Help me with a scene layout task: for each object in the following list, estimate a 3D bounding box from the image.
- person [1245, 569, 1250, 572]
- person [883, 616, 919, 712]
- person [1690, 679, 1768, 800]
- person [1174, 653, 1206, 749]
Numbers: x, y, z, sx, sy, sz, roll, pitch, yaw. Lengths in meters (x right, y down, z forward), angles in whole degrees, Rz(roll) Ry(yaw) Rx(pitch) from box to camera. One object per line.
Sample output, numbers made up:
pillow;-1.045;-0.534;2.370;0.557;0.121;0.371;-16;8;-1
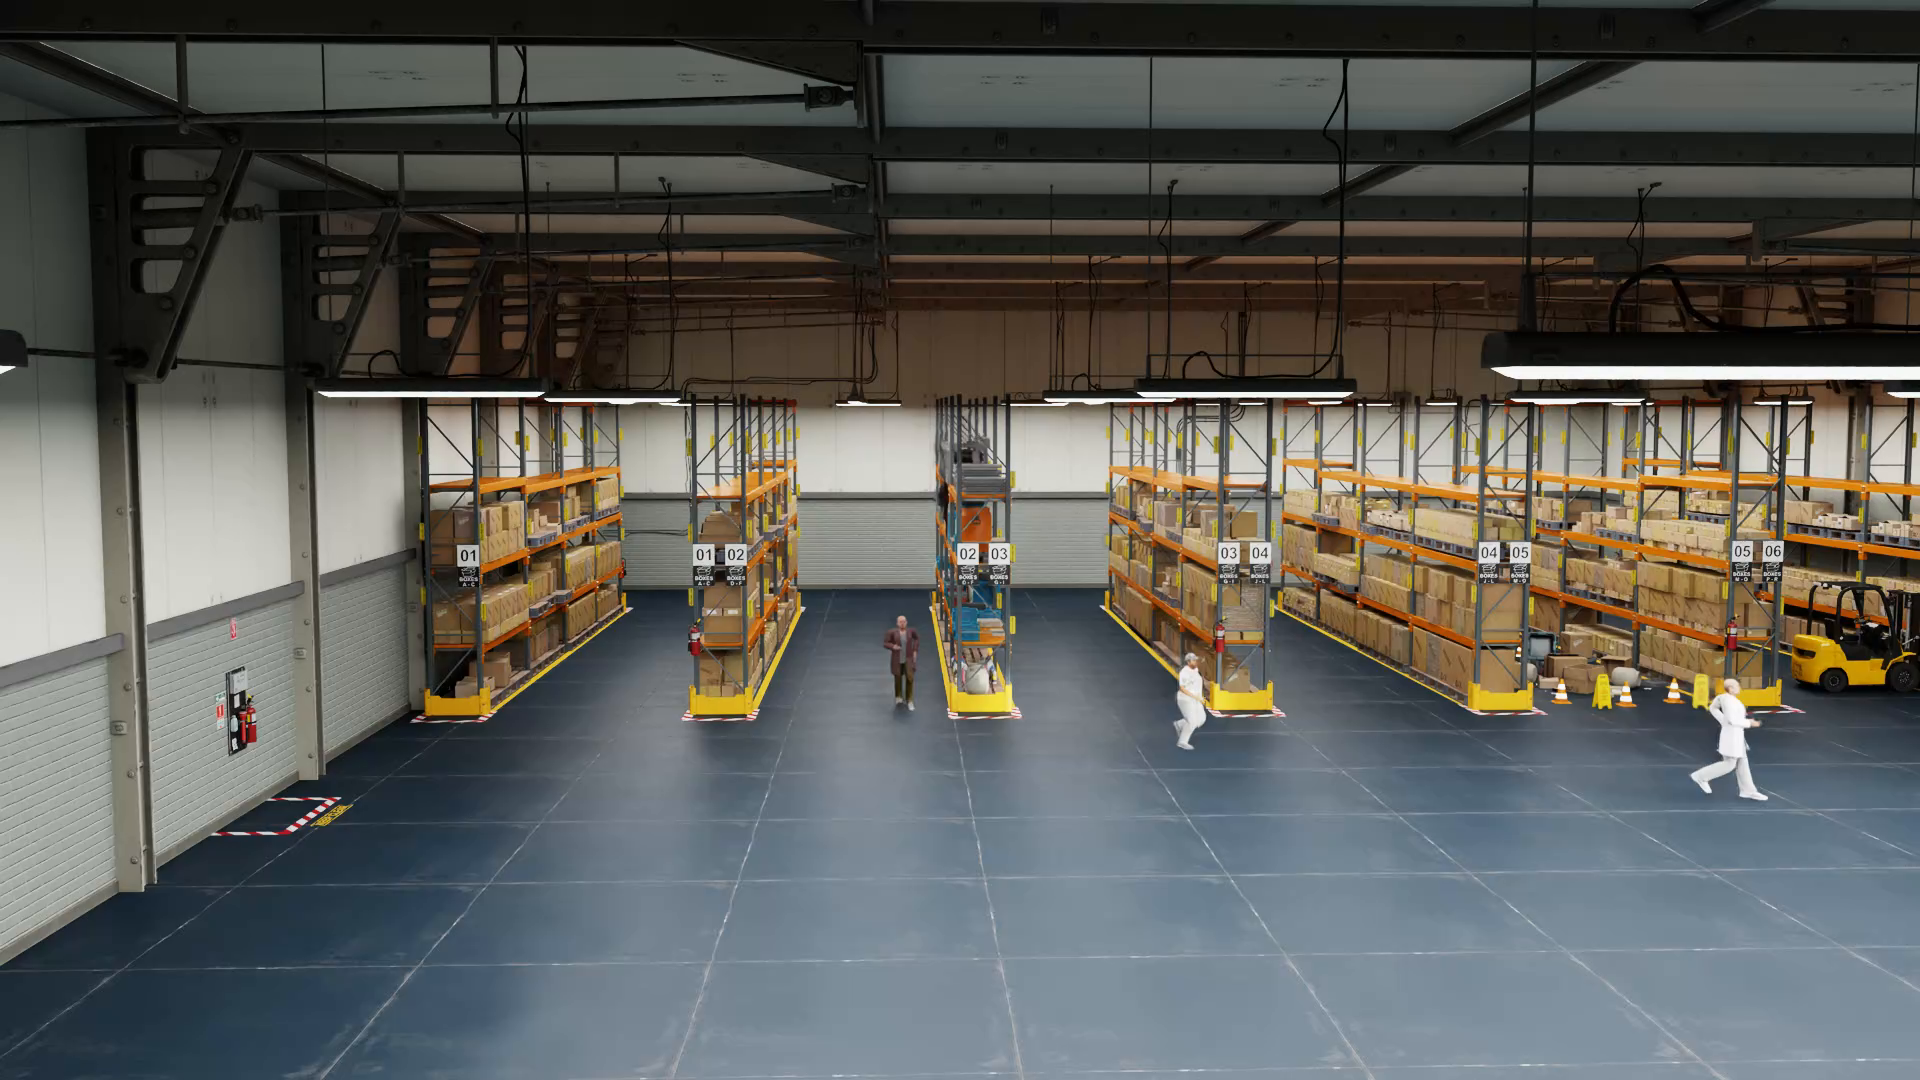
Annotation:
person;8.520;1.087;48.245;0.805;1.760;0.651;-4;6;-40
person;-1.119;2.342;31.854;0.725;1.818;0.898;-1;5;-7
person;11.256;2.905;24.288;1.047;1.768;0.708;2;5;20
person;3.886;2.713;28.106;0.606;1.634;0.633;3;6;35
